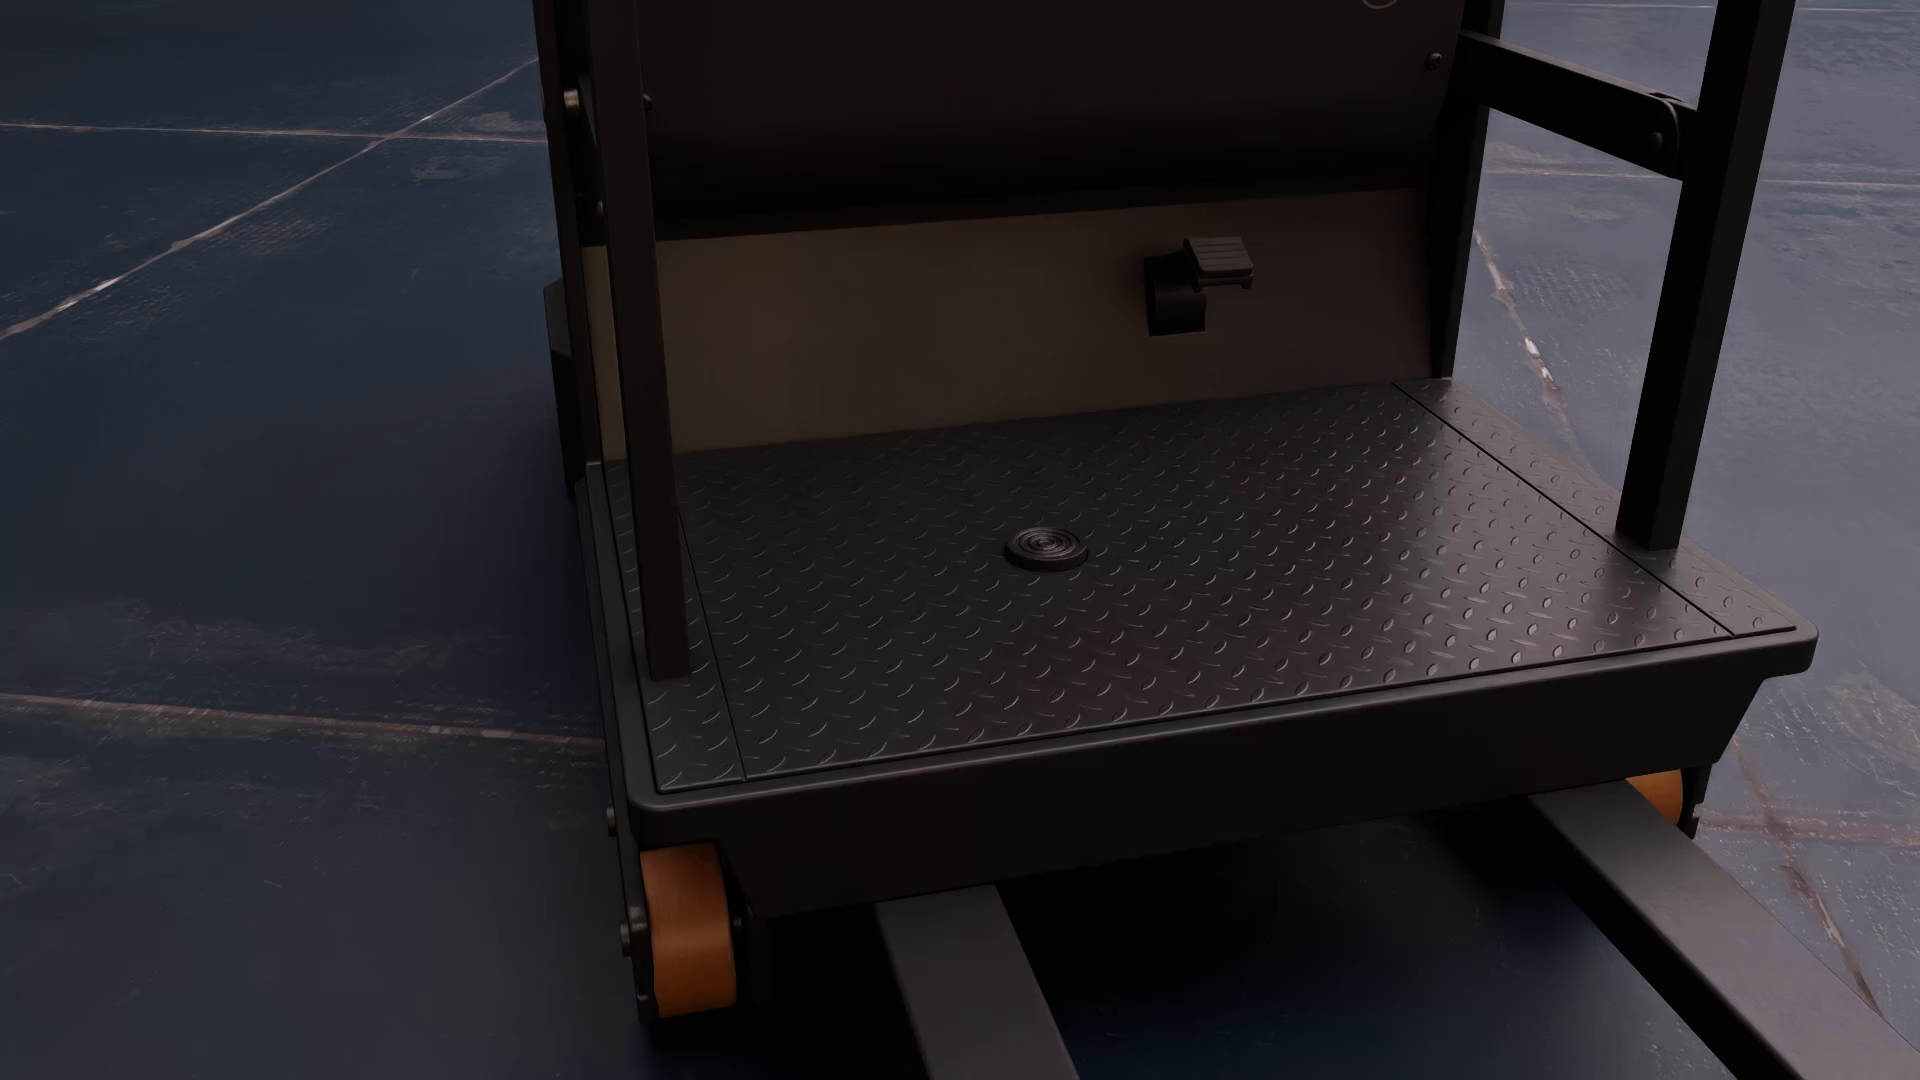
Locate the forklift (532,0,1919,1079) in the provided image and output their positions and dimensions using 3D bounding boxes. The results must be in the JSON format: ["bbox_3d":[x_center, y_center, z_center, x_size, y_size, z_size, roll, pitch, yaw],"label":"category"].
[{"bbox_3d":[0.153,-1.049,1.319,1.130,2.935,3.031,-7,27,-13],"label":"forklift"}]
